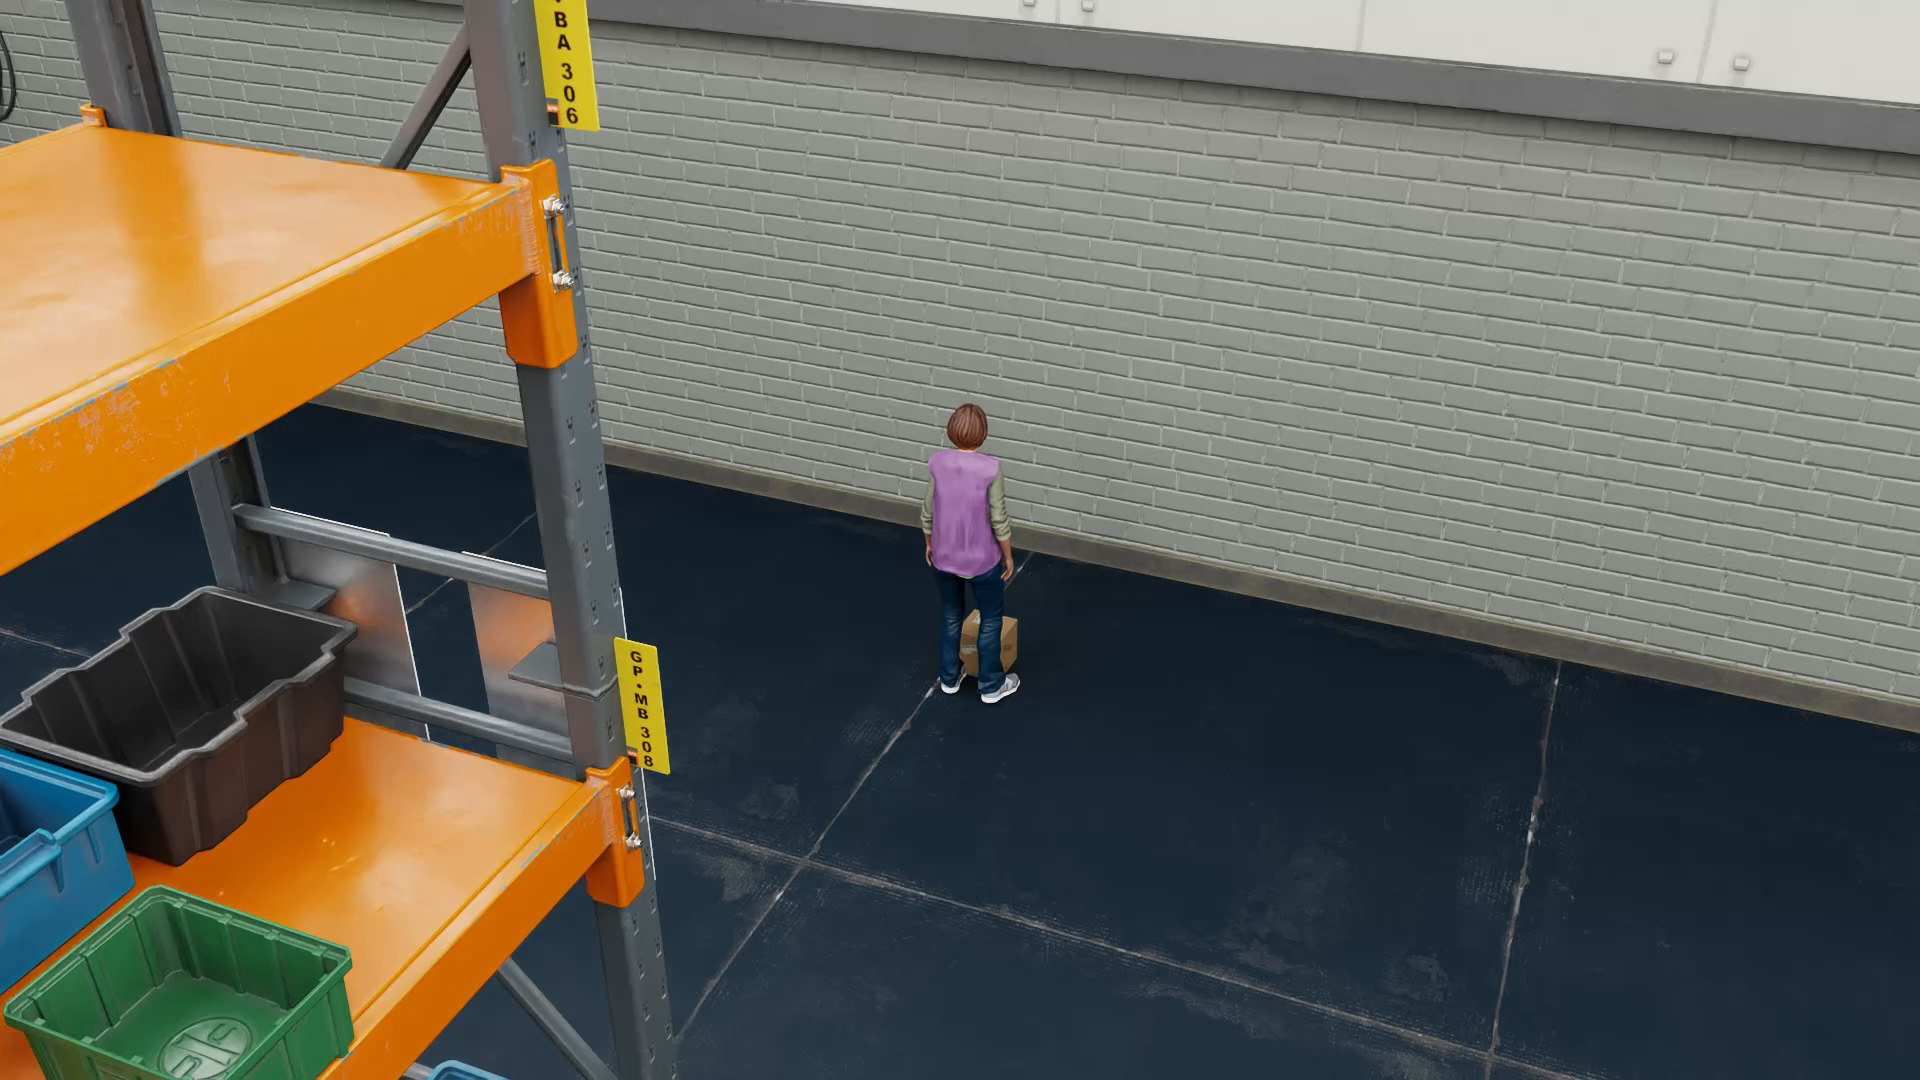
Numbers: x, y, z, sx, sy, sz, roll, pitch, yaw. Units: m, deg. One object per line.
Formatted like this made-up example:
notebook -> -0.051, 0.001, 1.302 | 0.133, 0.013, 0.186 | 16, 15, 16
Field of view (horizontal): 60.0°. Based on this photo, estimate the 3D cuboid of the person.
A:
person -> 0.043, 0.084, 8.252 | 0.484, 1.592, 0.347 | 11, 32, 19
